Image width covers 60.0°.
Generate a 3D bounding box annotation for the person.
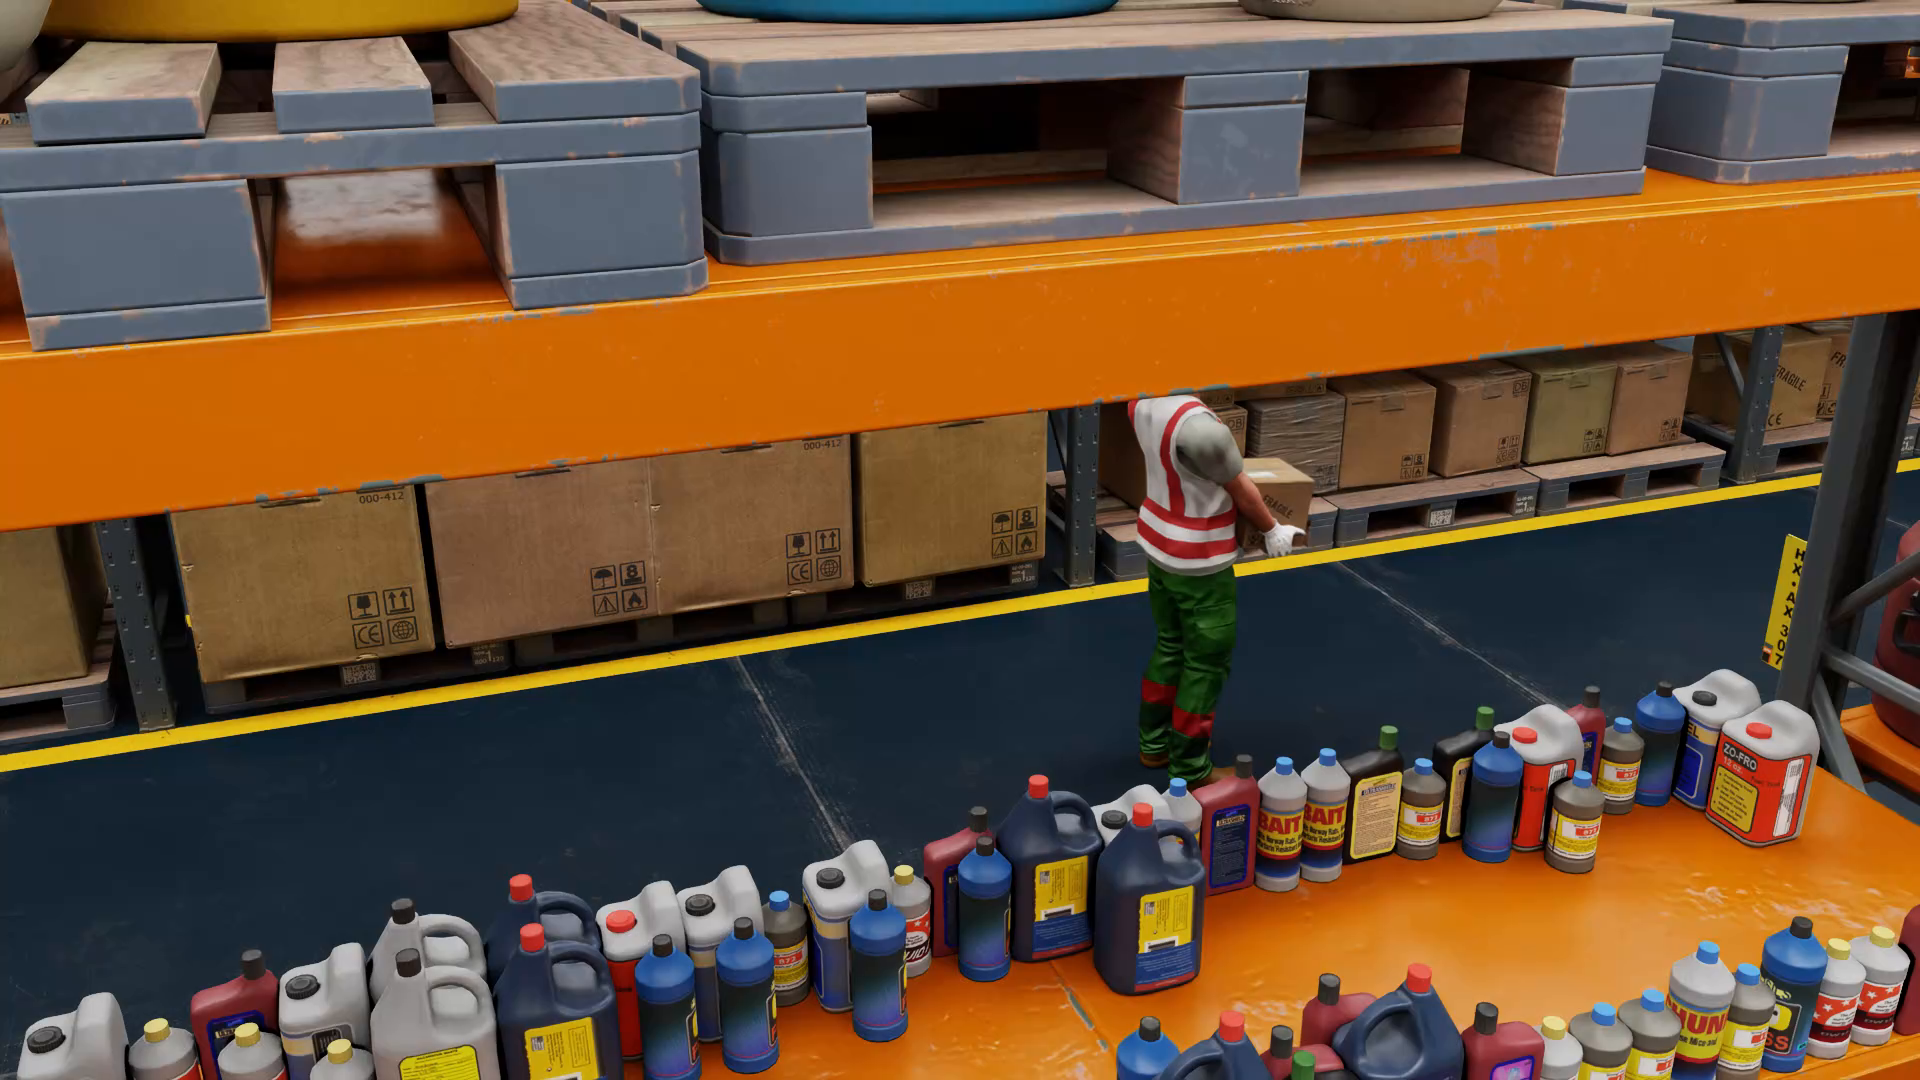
[{"bbox_3d":[0.906,0.041,5.967,0.572,1.783,0.494,-8,24,-19],"label":"person"}]
